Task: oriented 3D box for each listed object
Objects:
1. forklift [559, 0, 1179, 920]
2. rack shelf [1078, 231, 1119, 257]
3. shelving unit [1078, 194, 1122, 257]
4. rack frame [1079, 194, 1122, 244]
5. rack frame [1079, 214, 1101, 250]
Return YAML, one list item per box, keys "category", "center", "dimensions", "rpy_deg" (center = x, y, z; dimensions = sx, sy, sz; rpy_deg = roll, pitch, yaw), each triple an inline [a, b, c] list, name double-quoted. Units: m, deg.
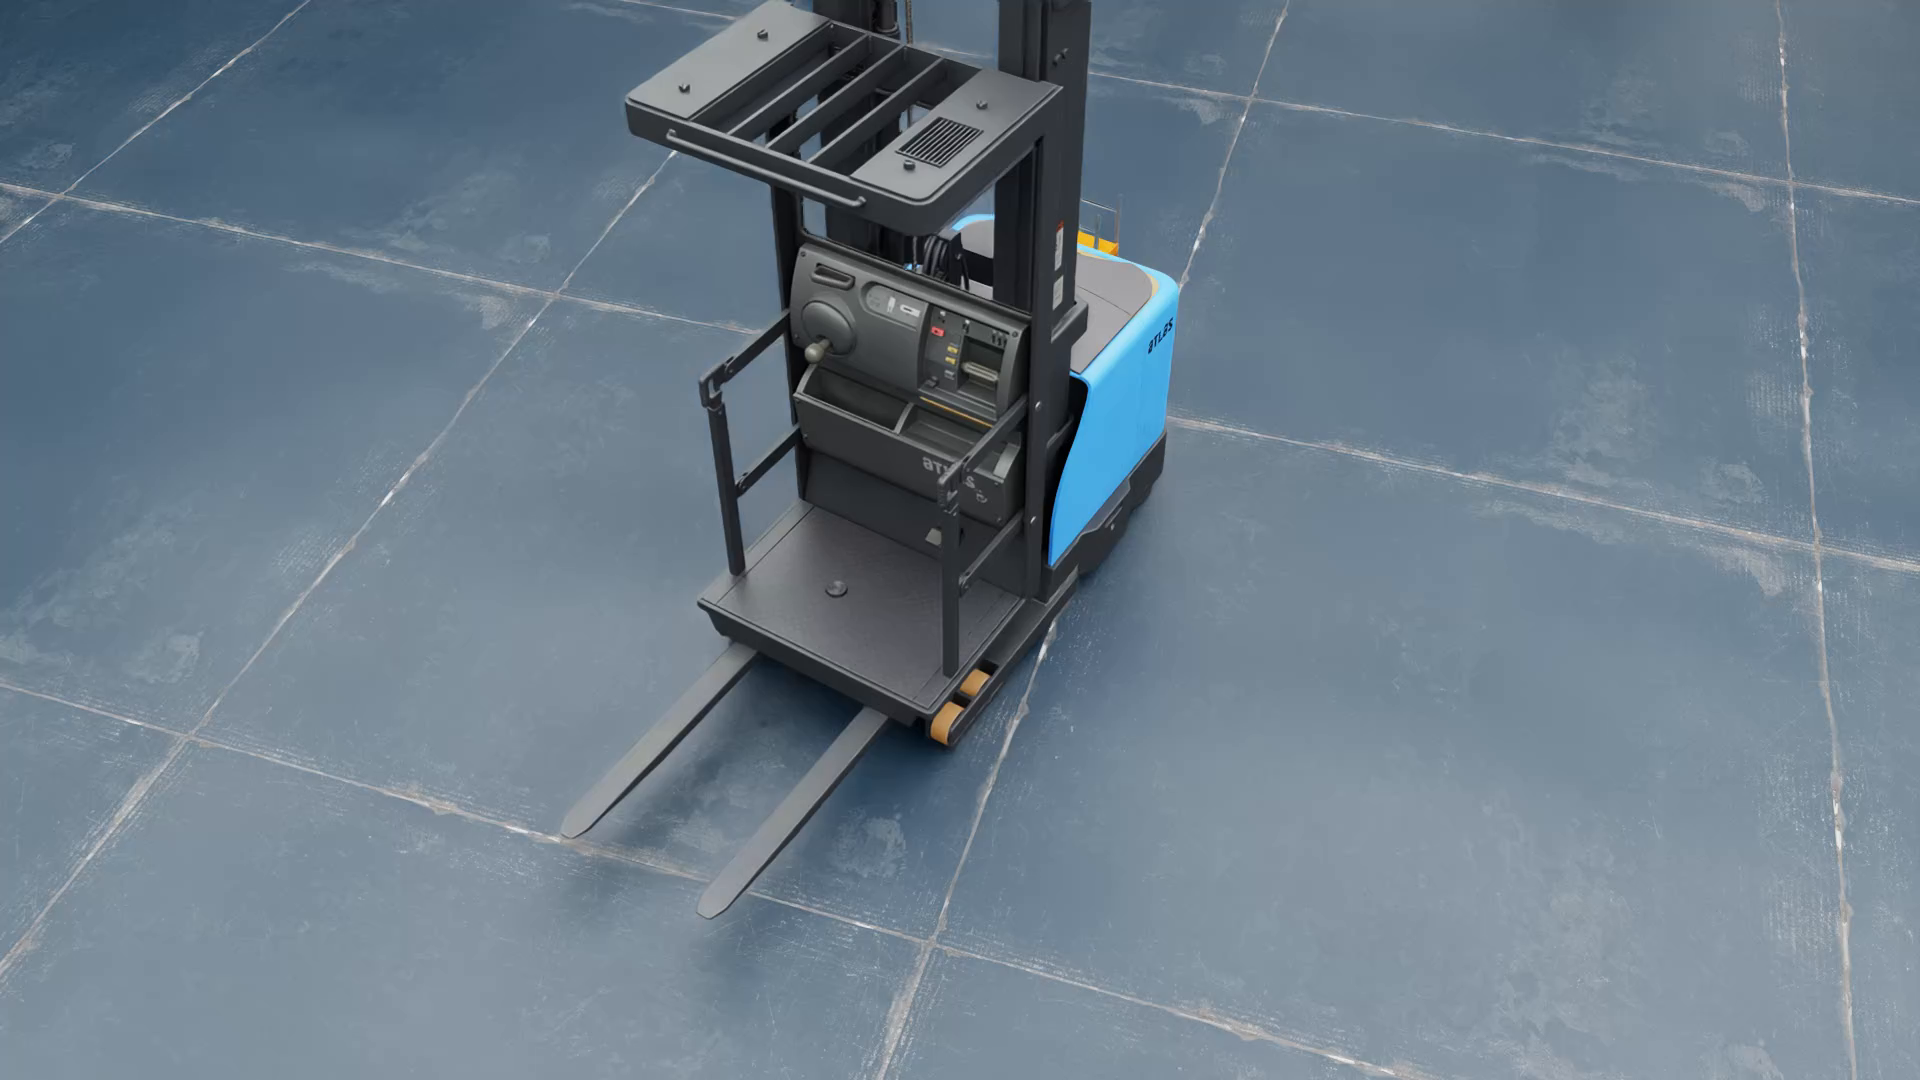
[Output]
- category: "forklift"
  center: [-0.311, -0.643, 5.711]
  dimensions: [1.130, 2.935, 3.031]
  rpy_deg: [24, 49, 22]
- category: "rack shelf"
  center: [0.520, -1.216, 7.083]
  dimensions: [0.258, 0.103, 0.180]
  rpy_deg: [24, 49, 22]
- category: "shelving unit"
  center: [0.520, -0.991, 7.304]
  dimensions: [0.258, 1.200, 0.189]
  rpy_deg: [24, 49, 22]
- category: "rack frame"
  center: [0.569, -1.045, 7.359]
  dimensions: [0.240, 1.200, 0.006]
  rpy_deg: [24, 49, 22]
- category: "rack frame"
  center: [0.472, -0.937, 7.248]
  dimensions: [0.240, 1.200, 0.006]
  rpy_deg: [24, 49, 22]
